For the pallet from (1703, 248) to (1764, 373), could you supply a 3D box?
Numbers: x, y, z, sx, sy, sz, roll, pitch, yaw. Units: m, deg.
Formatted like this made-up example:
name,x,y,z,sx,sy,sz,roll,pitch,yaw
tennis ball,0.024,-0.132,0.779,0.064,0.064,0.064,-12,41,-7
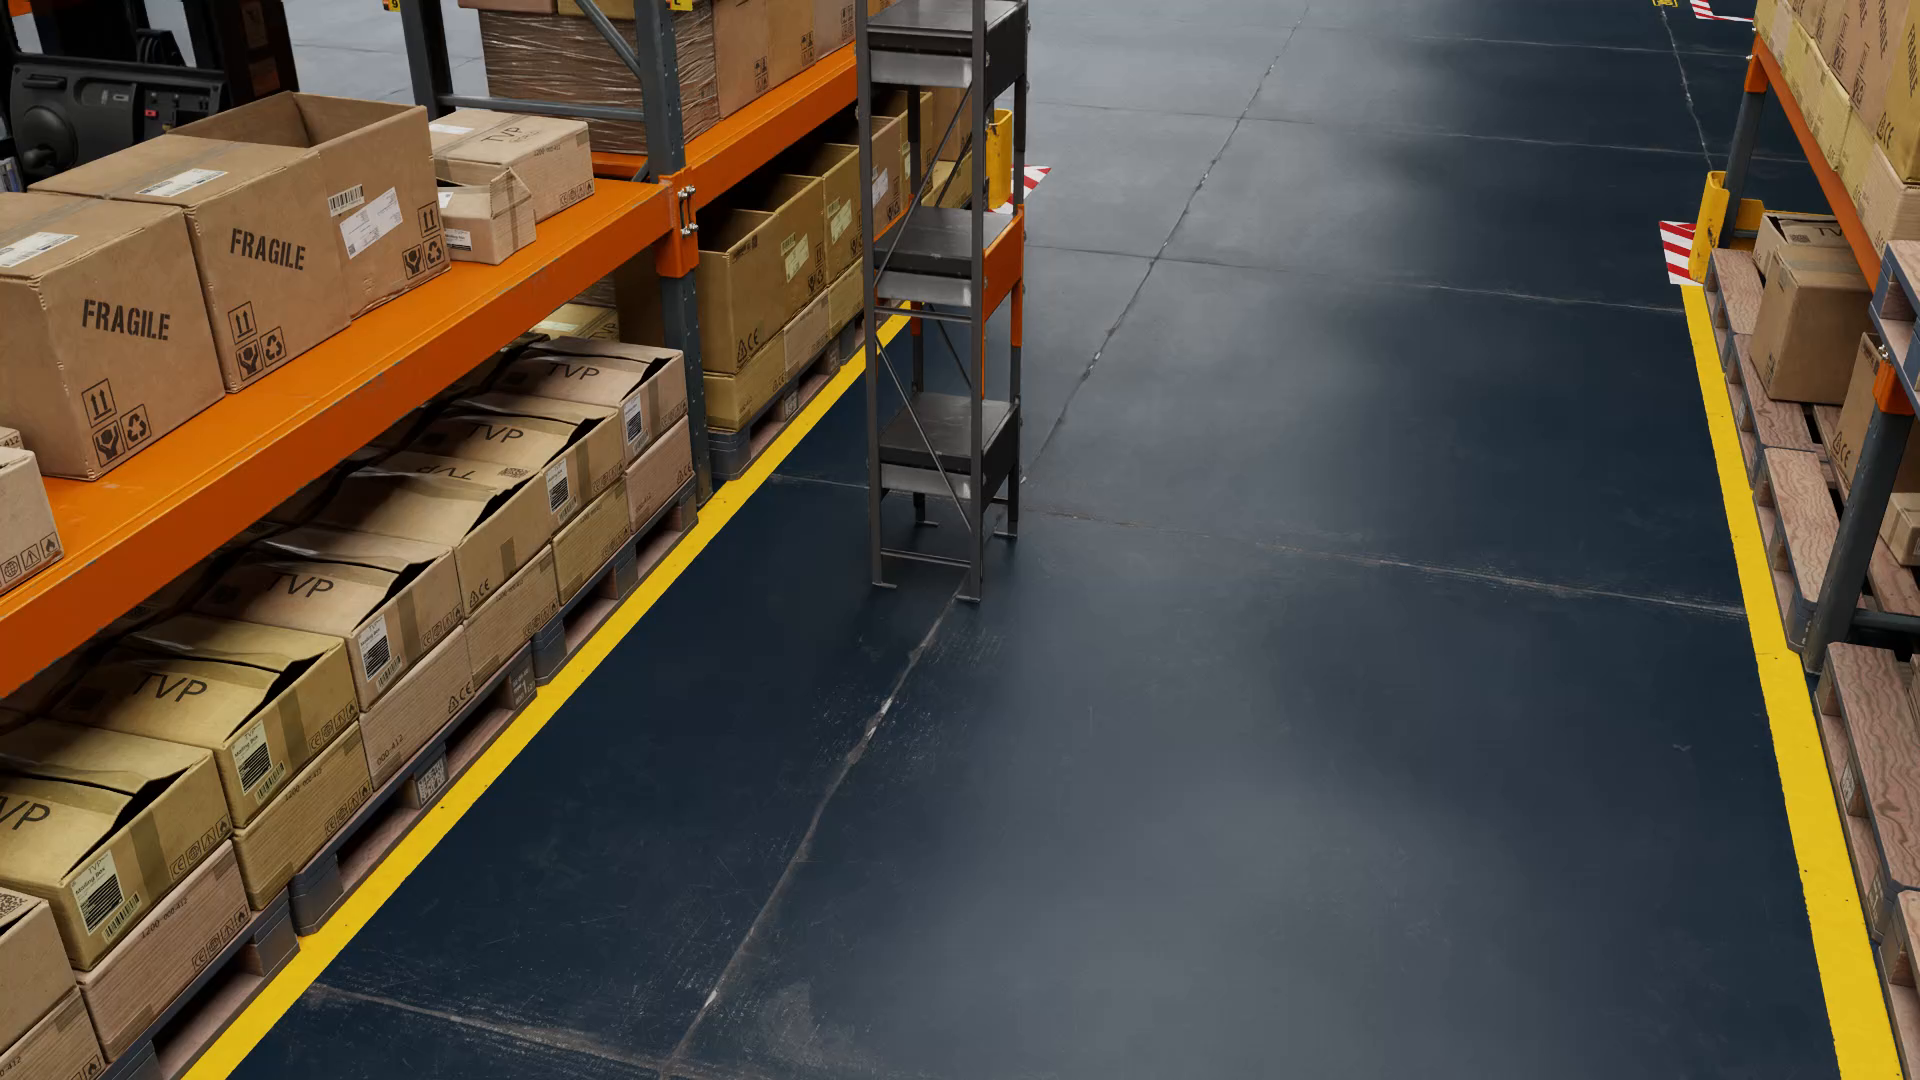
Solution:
name,x,y,z,sx,sy,sz,roll,pitch,yaw
pallet,4.147,-1.056,7.931,1.003,0.211,1.213,8,30,15

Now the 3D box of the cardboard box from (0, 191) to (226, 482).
name,x,y,z,sx,sy,sz,roll,pitch,yaw
cardboard box,-2.166,-0.495,3.952,0.500,0.500,0.500,7,30,12

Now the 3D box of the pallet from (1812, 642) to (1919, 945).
name,x,y,z,sx,sy,sz,roll,pitch,yaw
pallet,3.041,0.757,4.672,1.003,0.211,1.213,8,30,15

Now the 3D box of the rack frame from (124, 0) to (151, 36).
name,x,y,z,sx,sy,sz,roll,pitch,yaw
rack frame,-5.029,-4.096,10.527,1.000,3.000,0.127,8,30,15

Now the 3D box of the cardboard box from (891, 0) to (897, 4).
name,x,y,z,sx,sy,sz,roll,pitch,yaw
cardboard box,-0.594,-2.971,8.403,0.700,0.500,0.500,9,30,16

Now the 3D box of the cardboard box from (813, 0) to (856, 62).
name,x,y,z,sx,sy,sz,roll,pitch,yaw
cardboard box,-0.896,-2.496,7.549,0.700,0.500,0.500,9,30,16

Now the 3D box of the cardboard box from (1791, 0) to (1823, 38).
name,x,y,z,sx,sy,sz,roll,pitch,yaw
cardboard box,3.702,-2.307,6.674,0.500,0.500,0.500,8,30,13

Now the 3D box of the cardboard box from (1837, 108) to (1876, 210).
name,x,y,z,sx,sy,sz,roll,pitch,yaw
cardboard box,3.271,-1.260,5.564,0.500,0.250,0.500,9,30,15

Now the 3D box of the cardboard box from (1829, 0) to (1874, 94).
name,x,y,z,sx,sy,sz,roll,pitch,yaw
cardboard box,3.410,-1.823,5.805,0.500,0.500,0.500,8,30,13

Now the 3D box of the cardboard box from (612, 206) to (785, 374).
name,x,y,z,sx,sy,sz,roll,pitch,yaw
cardboard box,-1.033,-1.009,6.603,0.500,0.500,0.500,8,30,15

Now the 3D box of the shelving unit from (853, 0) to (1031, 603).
name,x,y,z,sx,sy,sz,roll,pitch,yaw
shelving unit,-0.049,-0.841,5.601,0.431,2.100,0.503,8,30,15

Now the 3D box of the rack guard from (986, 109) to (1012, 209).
name,x,y,z,sx,sy,sz,roll,pitch,yaw
rack guard,-0.288,-2.306,9.882,1.175,0.500,0.348,8,30,15

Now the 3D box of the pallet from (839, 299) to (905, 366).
name,x,y,z,sx,sy,sz,roll,pitch,yaw
pallet,-0.839,-1.242,8.266,1.003,0.211,1.213,8,30,15

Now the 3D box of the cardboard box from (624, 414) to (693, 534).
name,x,y,z,sx,sy,sz,roll,pitch,yaw
cardboard box,-1.314,-0.276,6.058,0.500,0.250,0.500,8,30,14

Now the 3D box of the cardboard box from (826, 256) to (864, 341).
name,x,y,z,sx,sy,sz,roll,pitch,yaw
cardboard box,-0.740,-1.146,7.621,0.500,0.250,0.500,8,30,15

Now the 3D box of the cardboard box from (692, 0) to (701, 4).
name,x,y,z,sx,sy,sz,roll,pitch,yaw
cardboard box,-1.131,-2.070,6.115,0.380,0.149,0.250,9,30,16

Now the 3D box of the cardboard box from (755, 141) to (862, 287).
name,x,y,z,sx,sy,sz,roll,pitch,yaw
cardboard box,-0.740,-1.474,7.439,0.500,0.500,0.500,8,30,15

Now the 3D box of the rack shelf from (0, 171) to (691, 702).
name,x,y,z,sx,sy,sz,roll,pitch,yaw
rack shelf,-2.056,-0.285,4.416,1.077,0.370,4.000,8,30,15

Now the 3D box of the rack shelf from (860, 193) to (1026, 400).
name,x,y,z,sx,sy,sz,roll,pitch,yaw
rack shelf,-0.049,-0.829,5.608,0.431,0.518,0.480,8,30,15

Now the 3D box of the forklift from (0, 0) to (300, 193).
name,x,y,z,sx,sy,sz,roll,pitch,yaw
forklift,-3.130,-1.466,5.870,1.130,2.935,3.031,9,30,16

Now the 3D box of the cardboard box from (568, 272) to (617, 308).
name,x,y,z,sx,sy,sz,roll,pitch,yaw
cardboard box,-1.384,-1.316,7.154,0.500,0.500,0.500,8,30,15

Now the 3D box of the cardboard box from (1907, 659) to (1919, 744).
name,x,y,z,sx,sy,sz,roll,pitch,yaw
cardboard box,3.068,0.421,4.526,0.700,0.500,0.500,10,30,17

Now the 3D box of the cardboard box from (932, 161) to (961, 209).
name,x,y,z,sx,sy,sz,roll,pitch,yaw
cardboard box,-0.305,-1.844,8.876,0.500,0.250,0.500,8,30,15

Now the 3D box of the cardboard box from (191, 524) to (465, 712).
name,x,y,z,sx,sy,sz,roll,pitch,yaw
cardboard box,-1.760,0.181,4.659,0.500,0.311,0.500,8,30,14

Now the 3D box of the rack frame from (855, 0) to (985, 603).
name,x,y,z,sx,sy,sz,roll,pitch,yaw
rack frame,-0.120,-0.727,5.397,0.400,2.100,0.015,8,30,15

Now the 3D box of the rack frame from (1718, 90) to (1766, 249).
name,x,y,z,sx,sy,sz,roll,pitch,yaw
rack frame,4.442,-2.682,7.986,1.000,3.000,0.127,8,30,15

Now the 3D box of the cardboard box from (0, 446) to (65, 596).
name,x,y,z,sx,sy,sz,roll,pitch,yaw
cardboard box,-2.195,-0.019,3.290,0.500,0.311,0.500,8,30,14

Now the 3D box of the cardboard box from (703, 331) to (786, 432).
name,x,y,z,sx,sy,sz,roll,pitch,yaw
cardboard box,-1.043,-0.683,6.788,0.500,0.250,0.500,8,30,15

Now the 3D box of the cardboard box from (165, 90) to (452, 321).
name,x,y,z,sx,sy,sz,roll,pitch,yaw
cardboard box,-1.865,-0.973,4.810,0.500,0.500,0.500,11,31,18

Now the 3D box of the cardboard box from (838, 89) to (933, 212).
name,x,y,z,sx,sy,sz,roll,pitch,yaw
cardboard box,-0.447,-1.939,8.274,0.500,0.500,0.500,8,30,15

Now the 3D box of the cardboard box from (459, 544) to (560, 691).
name,x,y,z,sx,sy,sz,roll,pitch,yaw
cardboard box,-1.613,0.196,5.208,0.500,0.250,0.500,9,30,16

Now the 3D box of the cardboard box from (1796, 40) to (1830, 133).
name,x,y,z,sx,sy,sz,roll,pitch,yaw
cardboard box,3.551,-1.730,6.408,0.500,0.250,0.500,9,30,15

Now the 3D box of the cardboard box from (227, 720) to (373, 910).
name,x,y,z,sx,sy,sz,roll,pitch,yaw
cardboard box,-1.915,0.671,4.355,0.500,0.250,0.500,8,30,14

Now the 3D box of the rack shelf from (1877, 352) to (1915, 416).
name,x,y,z,sx,sy,sz,roll,pitch,yaw
rack shelf,2.681,0.420,3.149,1.077,0.370,4.000,8,30,15

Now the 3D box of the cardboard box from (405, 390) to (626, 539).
name,x,y,z,sx,sy,sz,roll,pitch,yaw
cardboard box,-1.460,-0.284,5.494,0.500,0.311,0.500,9,30,16

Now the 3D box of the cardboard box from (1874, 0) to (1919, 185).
name,x,y,z,sx,sy,sz,roll,pitch,yaw
cardboard box,3.111,-1.358,4.968,0.500,0.500,0.500,8,30,15

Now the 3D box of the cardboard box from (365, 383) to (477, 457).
name,x,y,z,sx,sy,sz,roll,pitch,yaw
cardboard box,-1.980,-0.367,5.644,0.500,0.311,0.500,8,30,14

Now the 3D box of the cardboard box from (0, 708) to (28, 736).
name,x,y,z,sx,sy,sz,roll,pitch,yaw
cardboard box,-2.578,0.582,3.937,0.500,0.311,0.500,8,30,14

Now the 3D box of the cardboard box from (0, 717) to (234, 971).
name,x,y,z,sx,sy,sz,roll,pitch,yaw
cardboard box,-2.062,0.657,3.804,0.500,0.311,0.500,8,30,14

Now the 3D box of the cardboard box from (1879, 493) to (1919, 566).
name,x,y,z,sx,sy,sz,roll,pitch,yaw
cardboard box,3.396,-0.030,5.681,0.380,0.166,0.250,5,29,8

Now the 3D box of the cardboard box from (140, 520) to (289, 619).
name,x,y,z,sx,sy,sz,roll,pitch,yaw
cardboard box,-2.278,0.116,4.776,0.500,0.311,0.500,9,30,16

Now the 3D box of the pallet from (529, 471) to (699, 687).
name,x,y,z,sx,sy,sz,roll,pitch,yaw
pallet,-1.648,0.038,5.965,1.003,0.211,1.213,8,30,15

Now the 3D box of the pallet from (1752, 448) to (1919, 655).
name,x,y,z,sx,sy,sz,roll,pitch,yaw
pallet,3.431,0.078,5.893,1.003,0.211,1.213,8,30,15

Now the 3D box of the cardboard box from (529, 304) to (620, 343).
name,x,y,z,sx,sy,sz,roll,pitch,yaw
cardboard box,-1.542,-0.757,6.922,0.500,0.250,0.500,8,30,15

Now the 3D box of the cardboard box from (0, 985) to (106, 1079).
name,x,y,z,sx,sy,sz,roll,pitch,yaw
cardboard box,-2.209,1.147,3.499,0.500,0.250,0.500,8,30,15

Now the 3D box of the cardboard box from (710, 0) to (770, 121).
name,x,y,z,sx,sy,sz,roll,pitch,yaw
cardboard box,-1.196,-2.025,6.703,0.700,0.500,0.500,8,30,14

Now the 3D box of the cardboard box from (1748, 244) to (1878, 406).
name,x,y,z,sx,sy,sz,roll,pitch,yaw
cardboard box,3.722,-0.875,6.856,0.700,0.500,0.500,7,30,12

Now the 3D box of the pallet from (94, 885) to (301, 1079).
name,x,y,z,sx,sy,sz,roll,pitch,yaw
pallet,-2.364,1.172,3.926,1.003,0.211,1.213,8,30,15

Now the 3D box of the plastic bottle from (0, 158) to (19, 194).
name,x,y,z,sx,sy,sz,roll,pitch,yaw
plastic bottle,-5.290,-2.004,9.117,0.152,0.276,0.135,8,30,13

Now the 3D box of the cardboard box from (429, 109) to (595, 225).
name,x,y,z,sx,sy,sz,roll,pitch,yaw
cardboard box,-1.572,-1.228,5.526,0.500,0.250,0.500,10,31,18

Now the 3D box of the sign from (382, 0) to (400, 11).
name,x,y,z,sx,sy,sz,roll,pitch,yaw
sign,-2.000,-2.020,5.824,0.100,0.325,0.005,8,30,15

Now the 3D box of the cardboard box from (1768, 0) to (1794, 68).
name,x,y,z,sx,sy,sz,roll,pitch,yaw
cardboard box,3.856,-2.201,7.254,0.500,0.250,0.500,8,30,13

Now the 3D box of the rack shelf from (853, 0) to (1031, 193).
name,x,y,z,sx,sy,sz,roll,pitch,yaw
rack shelf,-0.049,-1.440,5.268,0.431,0.518,0.480,8,30,15
